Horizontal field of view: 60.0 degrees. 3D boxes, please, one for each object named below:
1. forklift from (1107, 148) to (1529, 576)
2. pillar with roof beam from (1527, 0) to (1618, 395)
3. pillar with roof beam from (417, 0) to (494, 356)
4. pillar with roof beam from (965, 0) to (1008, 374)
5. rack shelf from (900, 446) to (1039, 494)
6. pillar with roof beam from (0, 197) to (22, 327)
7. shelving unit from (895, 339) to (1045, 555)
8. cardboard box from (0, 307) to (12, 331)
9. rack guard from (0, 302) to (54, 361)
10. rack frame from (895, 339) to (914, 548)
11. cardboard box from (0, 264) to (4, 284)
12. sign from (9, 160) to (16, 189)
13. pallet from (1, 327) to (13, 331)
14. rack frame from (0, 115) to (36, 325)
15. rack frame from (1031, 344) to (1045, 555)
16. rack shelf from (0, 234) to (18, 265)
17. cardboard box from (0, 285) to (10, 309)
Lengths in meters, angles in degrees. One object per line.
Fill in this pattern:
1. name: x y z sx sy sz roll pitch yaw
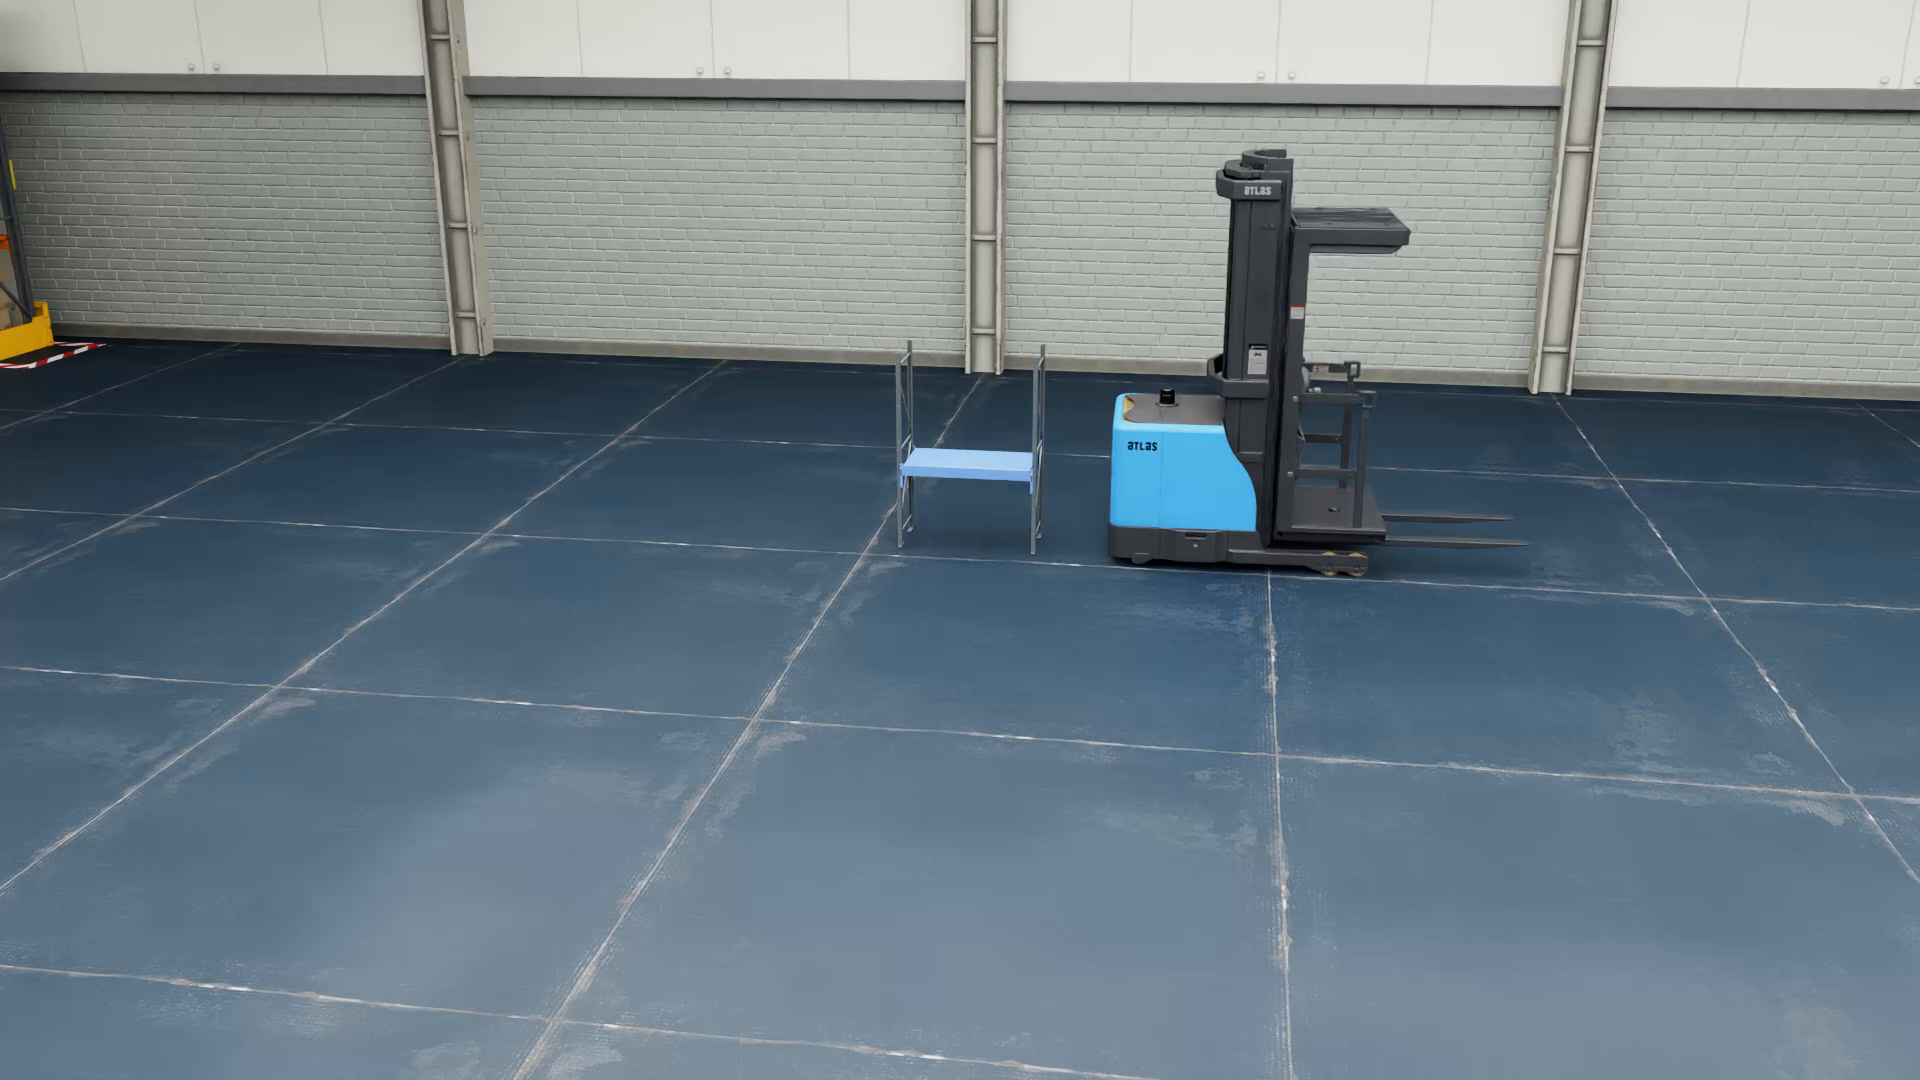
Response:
1. forklift: 2.642 -1.306 12.086 3.031 2.935 1.130 2 19 6
2. pillar with roof beam: 5.516 -4.490 12.042 0.400 9.000 9.100 3 19 9
3. pillar with roof beam: -6.332 -5.094 13.847 0.400 9.000 9.100 3 19 9
4. pillar with roof beam: -0.408 -4.792 12.944 0.400 9.000 9.100 3 19 9
5. rack shelf: 0.084 -0.536 12.609 1.000 0.185 0.538 3 19 9
6. pillar with roof beam: -12.257 -5.396 14.749 0.400 9.000 9.100 3 19 9
7. shelving unit: 0.084 -0.707 12.552 1.048 1.500 0.538 3 19 9
8. cardboard box: -11.483 -2.564 19.410 0.500 0.250 0.500 3 19 9
9. rack guard: -11.005 -2.396 19.176 0.348 0.500 1.175 3 19 9
10. rack frame: -0.418 -0.733 12.629 0.032 1.500 0.500 3 19 9
11. cardboard box: -11.474 -3.035 19.244 0.500 0.250 0.500 3 19 8
12. sign: -10.935 -4.204 19.152 0.005 0.325 0.100 3 19 9
13. pallet: -11.791 -2.286 19.301 1.213 0.211 1.003 3 19 9
14. rack frame: -11.029 -3.583 18.783 0.127 3.000 1.000 3 19 9
15. rack frame: 0.586 -0.681 12.476 0.032 1.500 0.500 3 19 9
16. rack shelf: -13.004 -3.342 19.198 4.000 0.370 1.077 3 19 9
17. cardboard box: -11.460 -2.804 19.339 0.500 0.250 0.500 3 19 10
